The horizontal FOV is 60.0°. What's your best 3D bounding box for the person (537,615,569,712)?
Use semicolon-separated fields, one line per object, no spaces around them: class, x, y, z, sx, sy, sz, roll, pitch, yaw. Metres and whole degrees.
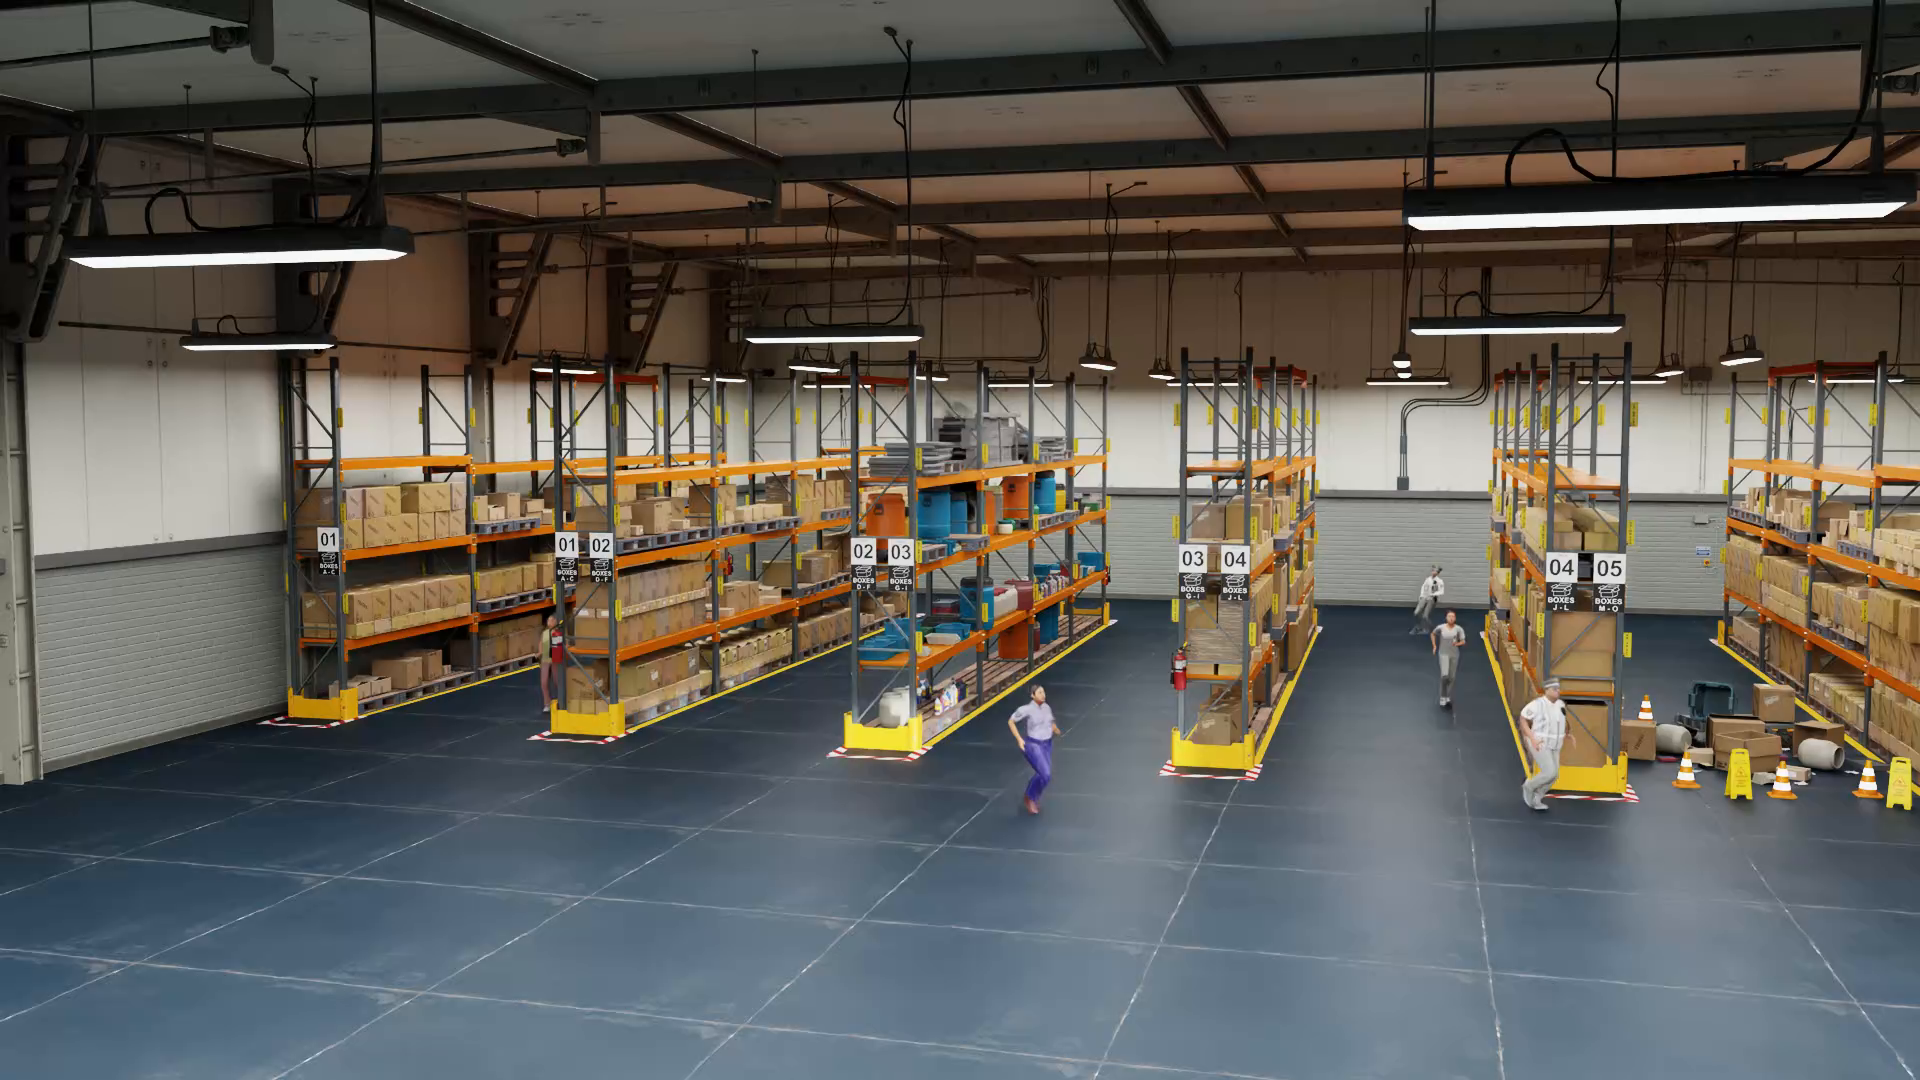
person;-6.974;2.094;28.469;0.589;1.635;0.802;1;4;9

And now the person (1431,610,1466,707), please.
person;8.482;2.047;28.868;0.546;1.679;0.661;1;4;7

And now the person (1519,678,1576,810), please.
person;7.485;2.595;21.116;0.646;1.720;0.590;-2;5;-26

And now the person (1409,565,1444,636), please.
person;10.713;1.400;38.123;0.513;1.653;0.723;-3;5;-39

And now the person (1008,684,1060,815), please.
person;1.004;2.646;21.003;0.648;1.640;0.587;4;6;44
